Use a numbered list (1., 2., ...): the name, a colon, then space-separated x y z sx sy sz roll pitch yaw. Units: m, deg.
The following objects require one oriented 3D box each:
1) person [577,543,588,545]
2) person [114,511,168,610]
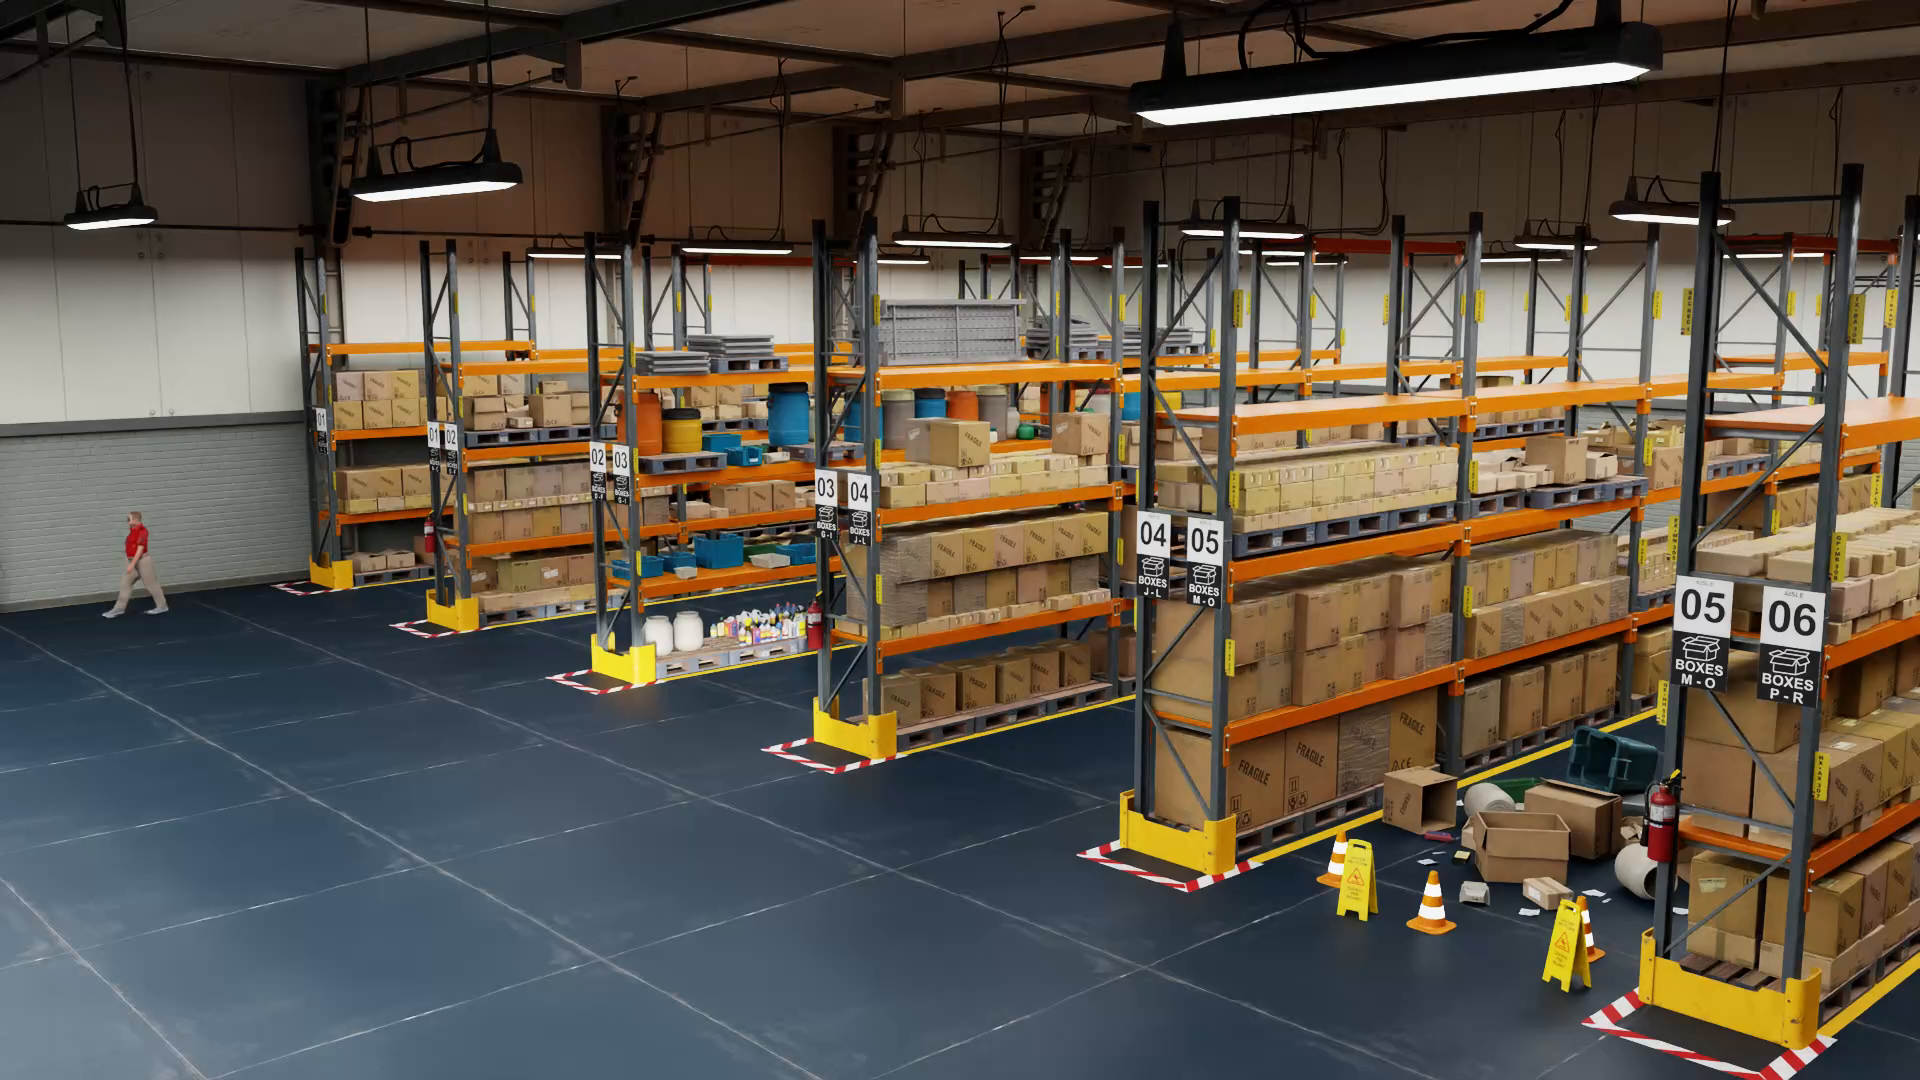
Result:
1. person: -7.058 -0.274 31.308 0.658 1.745 0.655 7 11 39
2. person: -13.277 0.339 26.883 0.547 1.617 0.734 8 11 42
